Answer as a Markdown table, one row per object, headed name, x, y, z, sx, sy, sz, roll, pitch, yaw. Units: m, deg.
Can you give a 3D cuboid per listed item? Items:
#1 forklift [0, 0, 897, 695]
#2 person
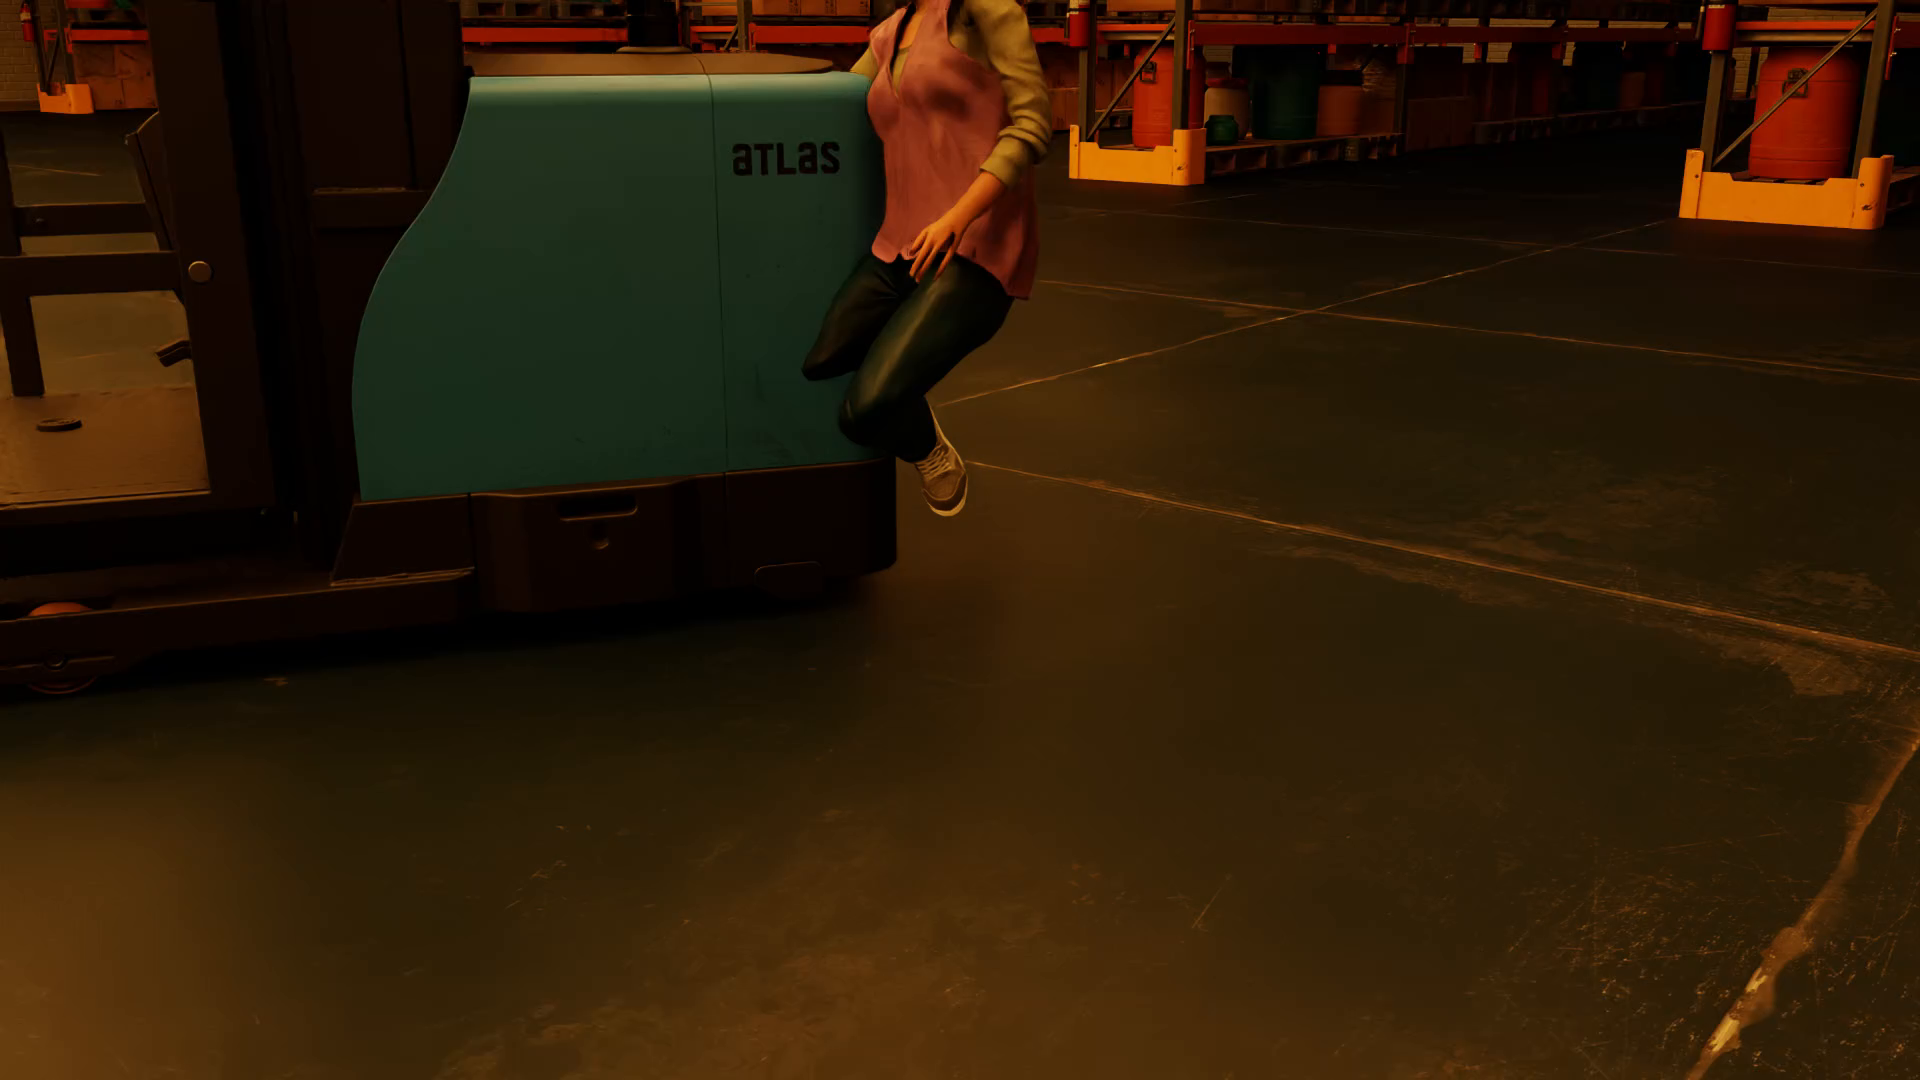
| name | x | y | z | sx | sy | sz | roll | pitch | yaw |
| --- | --- | --- | --- | --- | --- | --- | --- | --- | --- |
| forklift | -1.710 | -1.275 | 3.098 | 3.031 | 2.935 | 1.130 | -6 | 18 | -18 |
| person | -0.208 | -0.550 | 3.238 | 0.597 | 1.452 | 0.682 | -12 | 21 | -35 |
